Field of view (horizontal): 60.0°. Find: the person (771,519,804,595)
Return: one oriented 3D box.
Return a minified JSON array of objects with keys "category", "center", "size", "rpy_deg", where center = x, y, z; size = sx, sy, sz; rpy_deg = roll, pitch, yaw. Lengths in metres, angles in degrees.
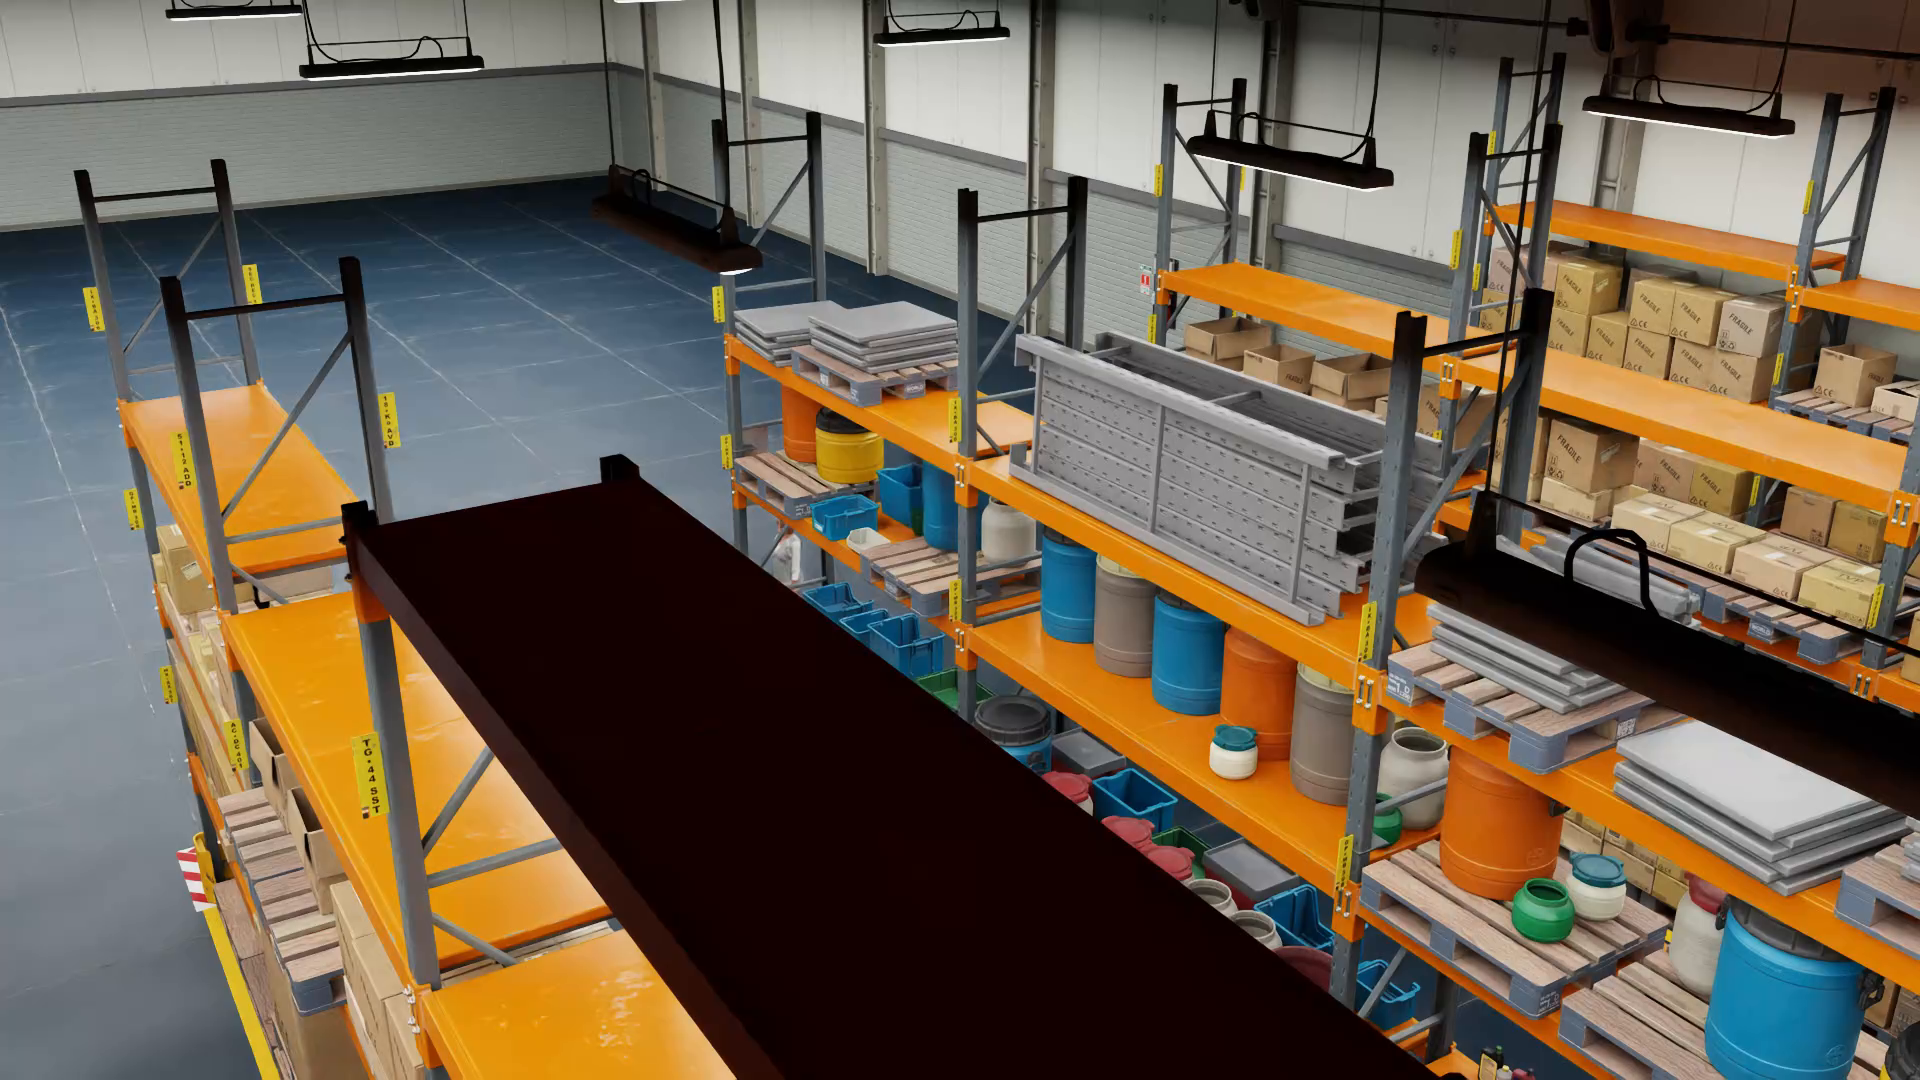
[{"category":"person","center":[-1.836,0.455,18.073],"size":[0.471,1.596,0.428],"rpy_deg":[-16,27,-35]}]
